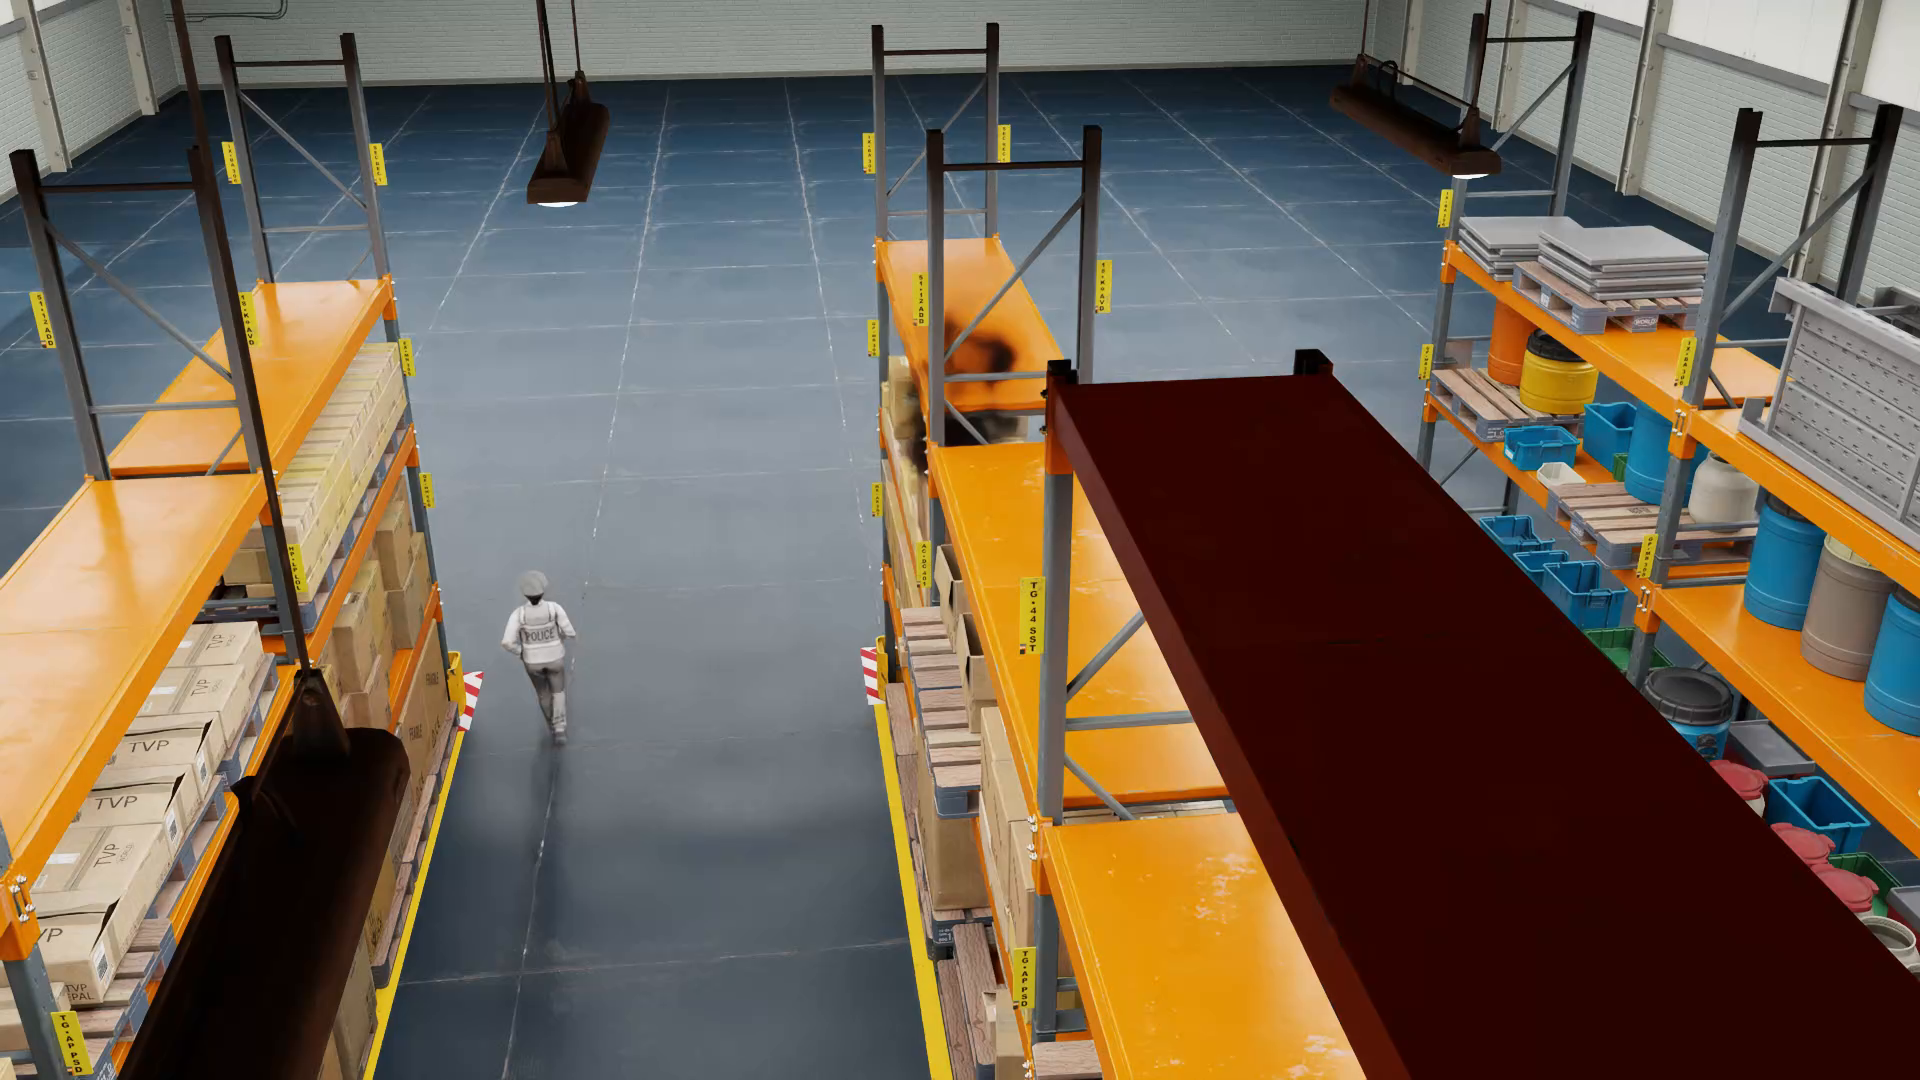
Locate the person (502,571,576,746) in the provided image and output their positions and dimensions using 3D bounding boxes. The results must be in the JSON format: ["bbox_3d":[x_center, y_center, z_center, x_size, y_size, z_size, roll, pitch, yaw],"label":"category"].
[{"bbox_3d":[-3.613,1.061,14.379,0.618,1.690,0.814,-6,26,-12],"label":"person"}]
